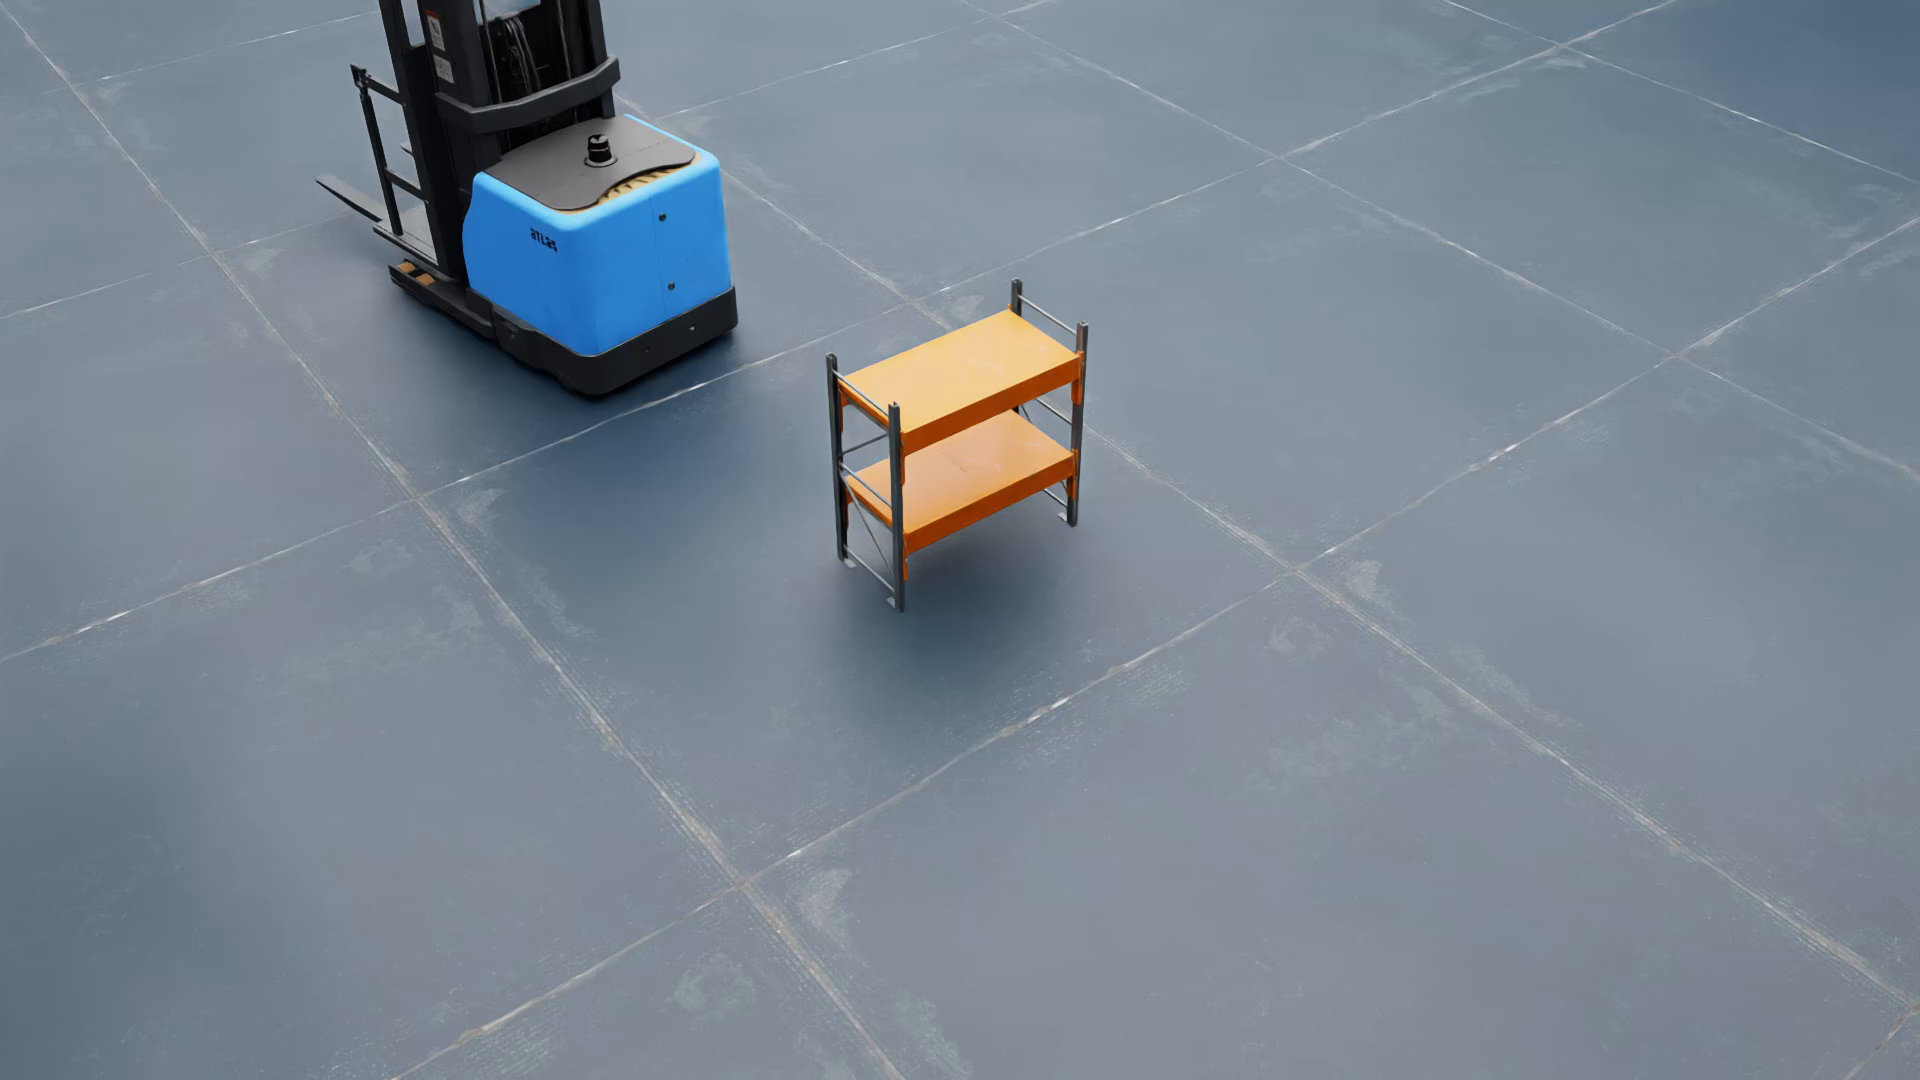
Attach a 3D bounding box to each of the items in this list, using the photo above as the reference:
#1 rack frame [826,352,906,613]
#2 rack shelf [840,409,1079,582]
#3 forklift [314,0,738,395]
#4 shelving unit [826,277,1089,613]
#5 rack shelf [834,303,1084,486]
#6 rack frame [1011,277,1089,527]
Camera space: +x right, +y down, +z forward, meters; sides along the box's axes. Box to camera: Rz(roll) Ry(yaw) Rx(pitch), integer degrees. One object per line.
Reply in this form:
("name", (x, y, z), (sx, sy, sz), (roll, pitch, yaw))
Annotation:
("rack frame", (-0.408, -0.236, 7.284), (0.032, 1.125, 0.500), (-26, 46, -28))
("rack shelf", (-0.005, -0.243, 7.679), (1.000, 0.278, 0.538), (-26, 46, -28))
("forklift", (-2.654, -2.704, 8.869), (3.031, 2.935, 1.130), (31, 48, 32))
("shelving unit", (-0.005, -0.432, 7.524), (1.048, 1.125, 0.538), (-26, 46, -28))
("rack shelf", (-0.005, -0.659, 7.338), (1.000, 0.278, 0.538), (-26, 46, -28))
("rack frame", (0.398, -0.629, 7.763), (0.032, 1.125, 0.500), (-26, 46, -28))
